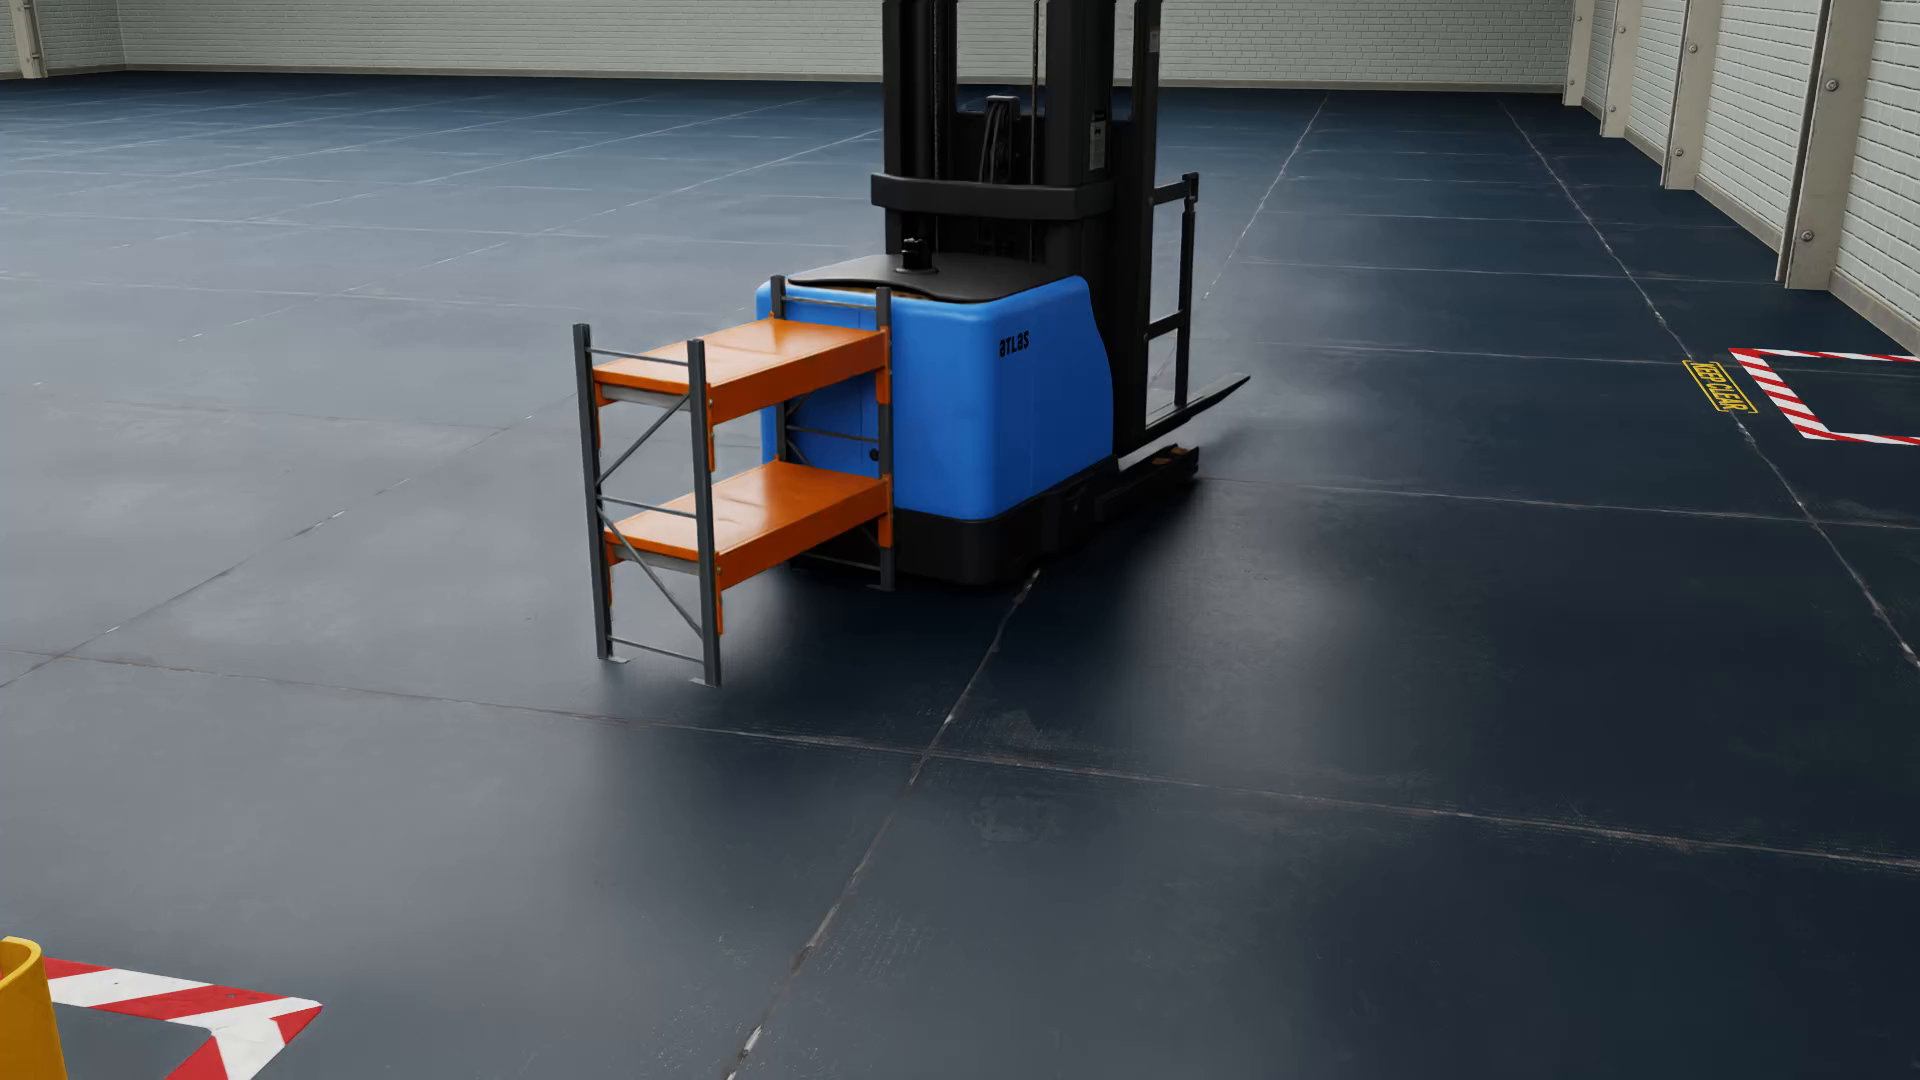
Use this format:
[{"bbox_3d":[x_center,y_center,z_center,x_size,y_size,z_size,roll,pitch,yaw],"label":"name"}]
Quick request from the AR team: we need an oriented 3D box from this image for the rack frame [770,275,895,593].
[{"bbox_3d":[-0.462,-0.384,6.070,0.500,1.125,0.032,11,22,29],"label":"rack frame"}]

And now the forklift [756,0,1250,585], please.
[{"bbox_3d":[0.412,-1.651,6.988,1.130,2.935,3.031,11,22,29],"label":"forklift"}]

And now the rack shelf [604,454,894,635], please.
[{"bbox_3d":[-0.723,-0.011,5.736,0.538,0.278,1.000,11,22,29],"label":"rack shelf"}]

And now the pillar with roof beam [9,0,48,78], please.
[{"bbox_3d":[-15.812,-13.912,33.497,9.100,9.000,0.400,5,19,13],"label":"pillar with roof beam"}]

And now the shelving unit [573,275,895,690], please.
[{"bbox_3d":[-0.723,-0.242,5.657,0.538,1.125,1.048,11,22,29],"label":"shelving unit"}]

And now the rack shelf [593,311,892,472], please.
[{"bbox_3d":[-0.723,-0.519,5.563,0.538,0.278,1.000,11,22,29],"label":"rack shelf"}]

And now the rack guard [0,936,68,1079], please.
[{"bbox_3d":[-2.237,0.975,3.060,1.175,0.500,0.348,5,19,13],"label":"rack guard"}]

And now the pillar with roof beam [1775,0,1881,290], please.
[{"bbox_3d":[1.986,-6.463,11.687,9.100,9.000,0.400,5,19,13],"label":"pillar with roof beam"}]

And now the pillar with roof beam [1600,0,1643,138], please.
[{"bbox_3d":[4.918,-10.224,22.698,9.100,9.000,0.400,5,19,13],"label":"pillar with roof beam"}]

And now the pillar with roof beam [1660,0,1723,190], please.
[{"bbox_3d":[3.452,-8.343,17.192,9.100,9.000,0.400,5,19,13],"label":"pillar with roof beam"}]

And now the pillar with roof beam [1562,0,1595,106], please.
[{"bbox_3d":[6.384,-12.105,28.204,9.100,9.000,0.400,5,19,13],"label":"pillar with roof beam"}]

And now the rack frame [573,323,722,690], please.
[{"bbox_3d":[-0.983,-0.101,5.244,0.500,1.125,0.032,11,22,29],"label":"rack frame"}]
